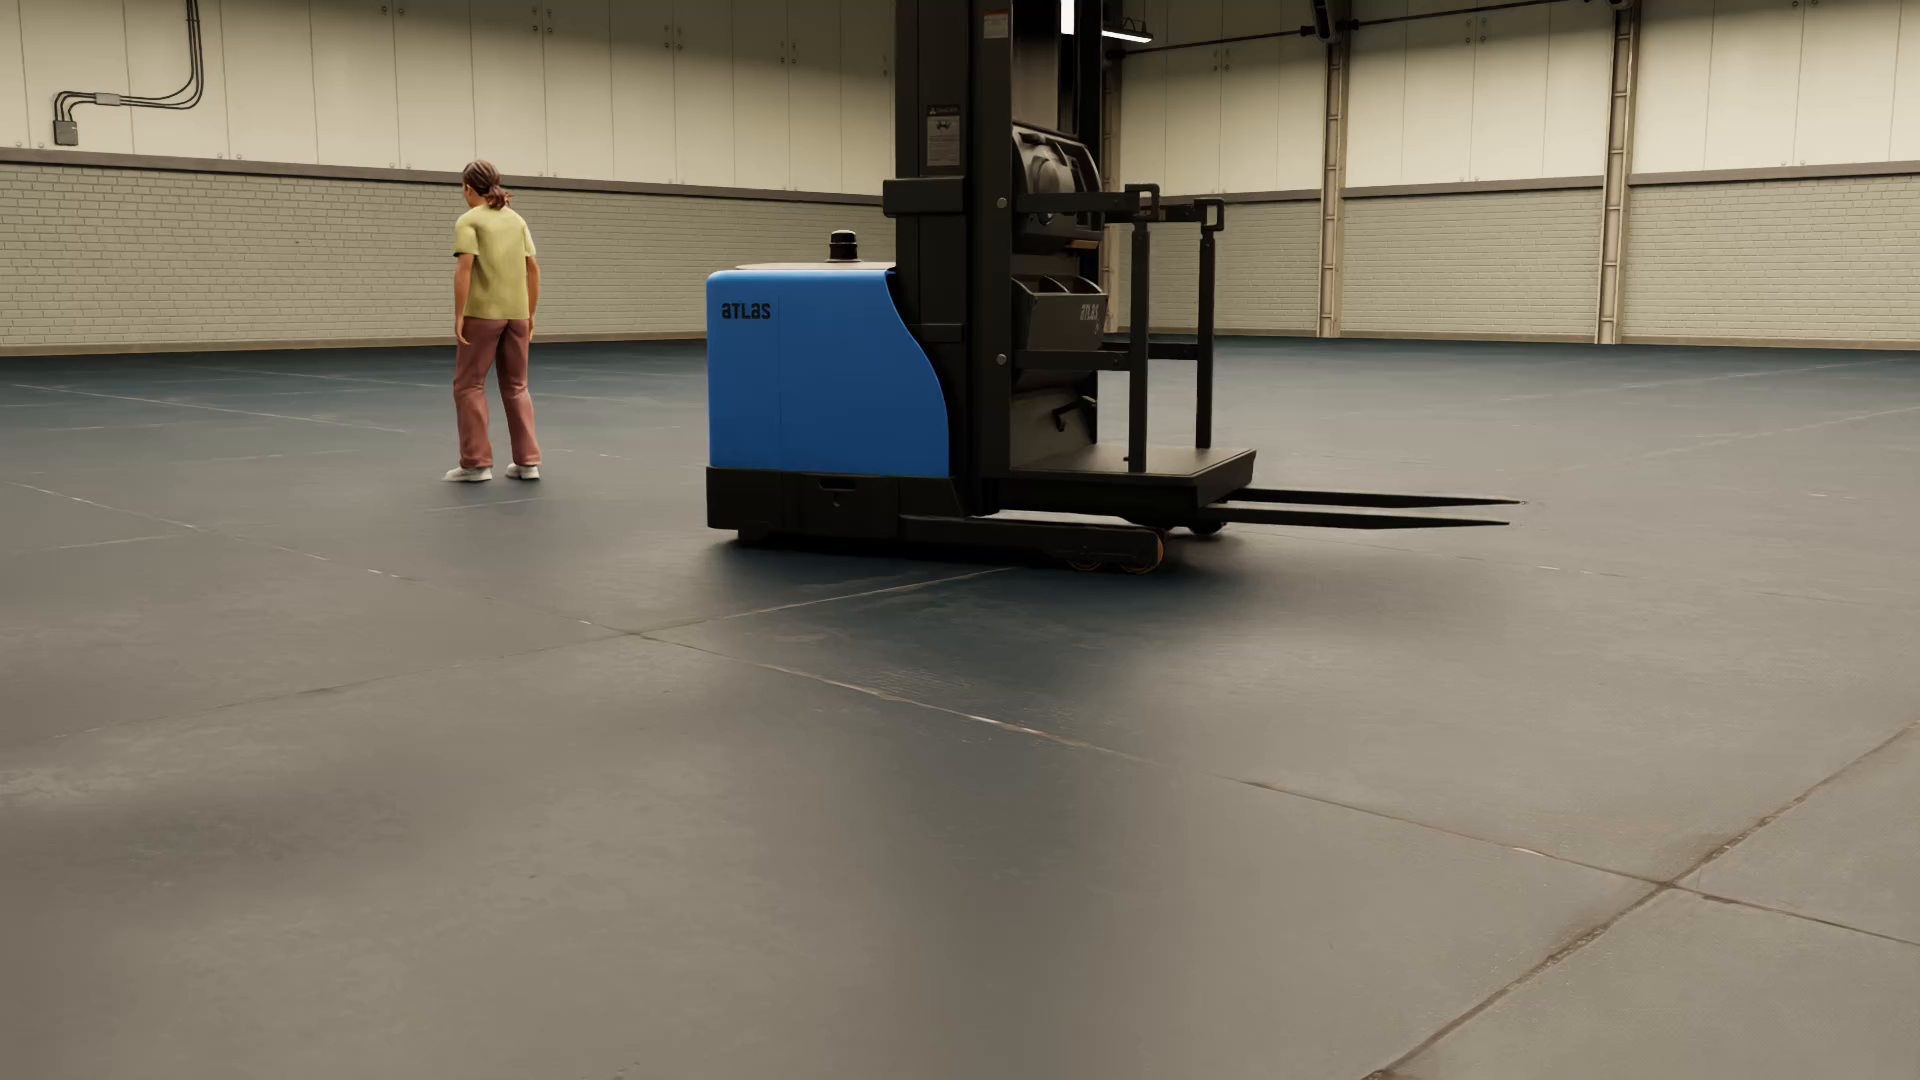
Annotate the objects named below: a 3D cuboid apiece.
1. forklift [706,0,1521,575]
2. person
[{"bbox_3d":[0.565,-1.416,6.275,3.031,2.935,1.130,3,9,22],"label":"forklift"},{"bbox_3d":[-2.470,-1.147,8.756,0.391,1.677,0.515,8,12,42],"label":"person"}]
